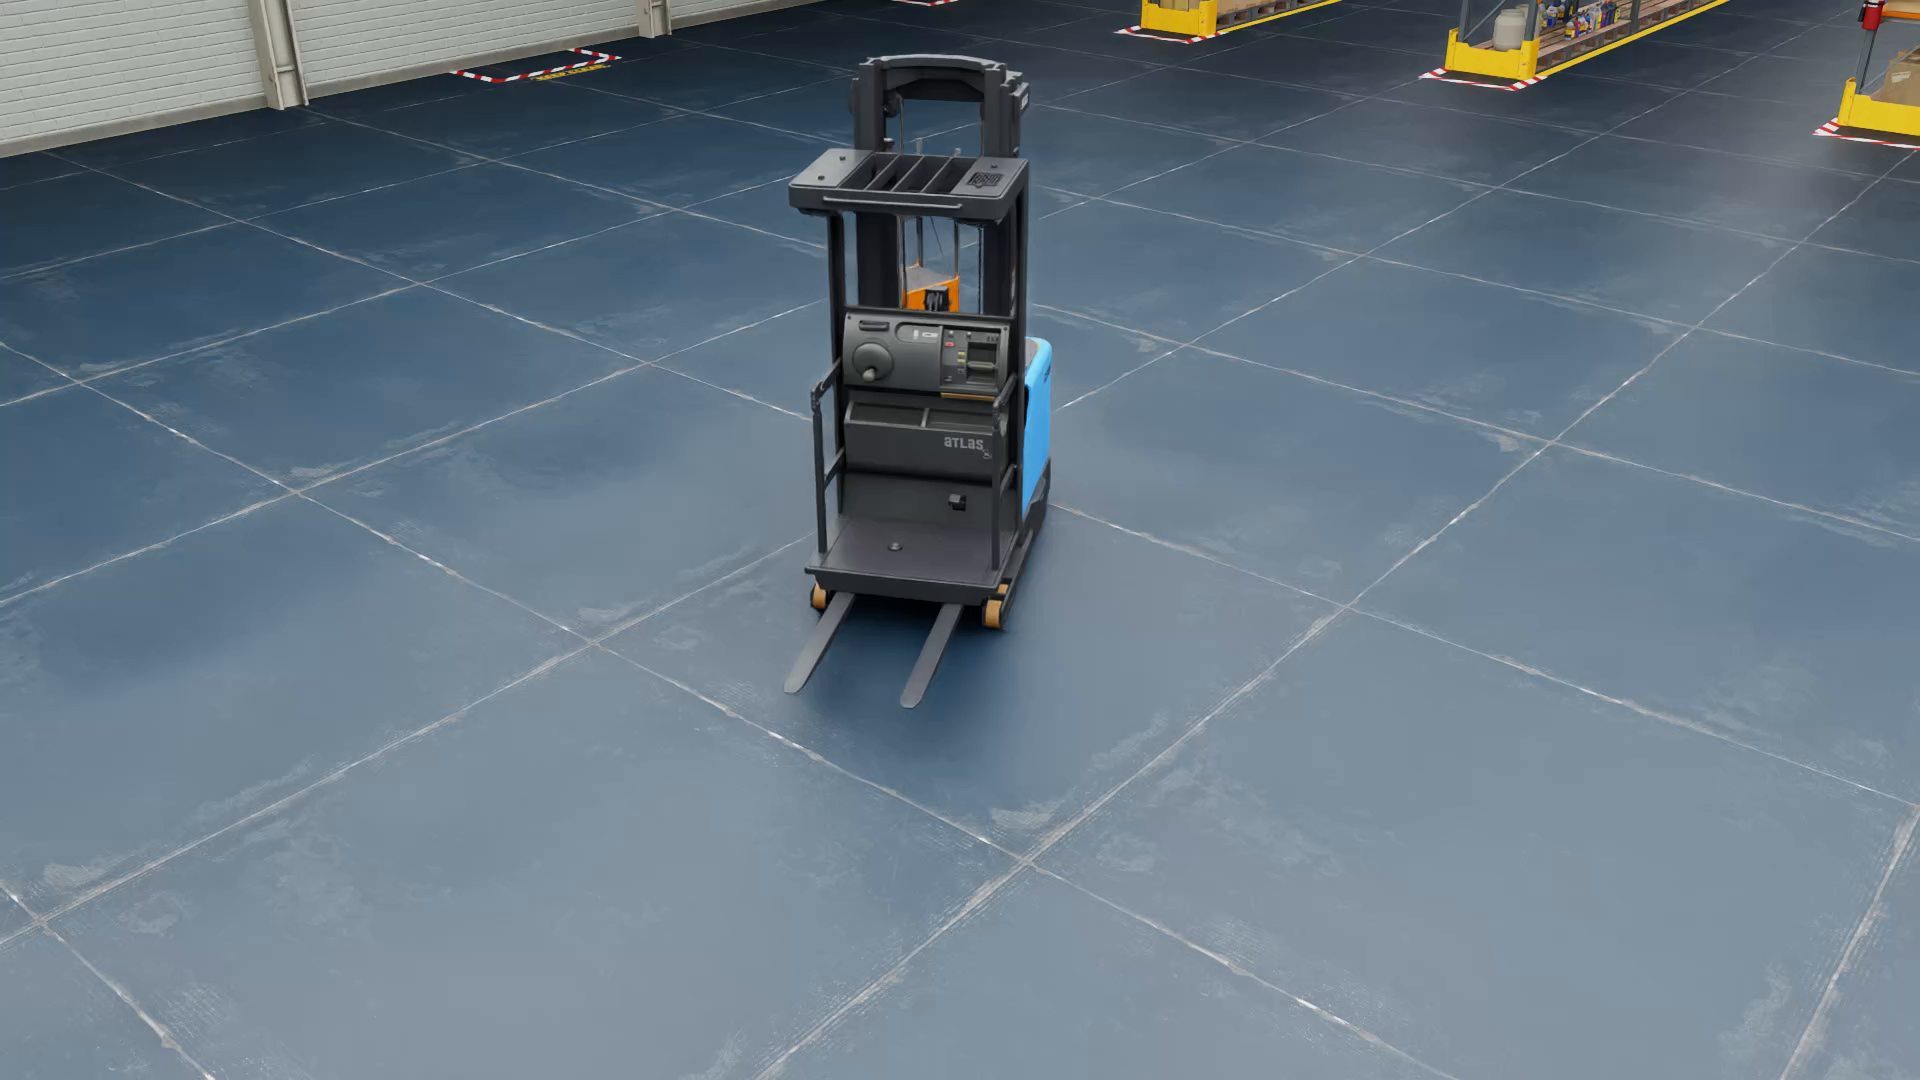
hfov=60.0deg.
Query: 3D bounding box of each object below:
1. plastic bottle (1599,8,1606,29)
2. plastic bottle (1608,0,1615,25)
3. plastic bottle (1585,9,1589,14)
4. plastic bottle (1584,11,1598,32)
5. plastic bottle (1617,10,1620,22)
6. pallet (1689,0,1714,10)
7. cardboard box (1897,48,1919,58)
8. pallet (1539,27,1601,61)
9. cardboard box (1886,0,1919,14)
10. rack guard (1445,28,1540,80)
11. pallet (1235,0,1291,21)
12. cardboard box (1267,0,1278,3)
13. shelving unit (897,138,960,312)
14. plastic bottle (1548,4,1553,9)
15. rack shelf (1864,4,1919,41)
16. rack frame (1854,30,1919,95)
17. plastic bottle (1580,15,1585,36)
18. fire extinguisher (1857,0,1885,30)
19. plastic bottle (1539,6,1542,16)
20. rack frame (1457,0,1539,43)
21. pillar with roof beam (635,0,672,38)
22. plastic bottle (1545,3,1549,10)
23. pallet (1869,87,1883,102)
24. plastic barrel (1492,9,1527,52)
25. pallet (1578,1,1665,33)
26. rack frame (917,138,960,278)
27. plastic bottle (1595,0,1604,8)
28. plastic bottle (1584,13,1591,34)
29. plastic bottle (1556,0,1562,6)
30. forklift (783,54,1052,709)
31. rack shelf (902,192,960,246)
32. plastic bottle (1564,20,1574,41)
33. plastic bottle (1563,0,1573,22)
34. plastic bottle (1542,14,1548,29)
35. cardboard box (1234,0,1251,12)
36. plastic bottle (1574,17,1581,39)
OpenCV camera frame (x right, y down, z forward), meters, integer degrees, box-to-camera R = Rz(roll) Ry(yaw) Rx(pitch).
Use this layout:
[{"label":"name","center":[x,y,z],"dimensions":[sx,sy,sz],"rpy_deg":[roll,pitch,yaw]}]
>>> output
[{"label":"plastic bottle","center":[9.294,-7.560,24.076],"dimensions":[0.061,0.283,0.133],"rpy_deg":[23,35,38]},{"label":"plastic bottle","center":[9.487,-7.728,24.327],"dimensions":[0.144,0.351,0.185],"rpy_deg":[20,33,33]},{"label":"plastic bottle","center":[9.064,-7.536,24.030],"dimensions":[0.061,0.283,0.133],"rpy_deg":[21,34,34]},{"label":"plastic bottle","center":[9.053,-7.455,23.882],"dimensions":[0.152,0.276,0.135],"rpy_deg":[21,34,35]},{"label":"plastic bottle","center":[9.684,-7.754,24.541],"dimensions":[0.097,0.201,0.097],"rpy_deg":[0,27,0]},{"label":"pallet","center":[11.696,-8.938,27.297],"dimensions":[1.003,0.211,1.213],"rpy_deg":[21,34,34]},{"label":"cardboard box","center":[11.716,-5.670,20.210],"dimensions":[0.500,0.500,0.500],"rpy_deg":[-18,32,-31]},{"label":"pallet","center":[8.439,-7.122,23.788],"dimensions":[1.003,0.211,1.213],"rpy_deg":[21,34,34]},{"label":"cardboard box","center":[10.974,-6.205,19.254],"dimensions":[0.380,0.149,0.250],"rpy_deg":[21,34,34]},{"label":"rack guard","center":[7.142,-6.534,22.335],"dimensions":[1.175,0.500,0.348],"rpy_deg":[21,34,34]},{"label":"pallet","center":[4.541,-8.528,26.504],"dimensions":[1.003,0.211,1.213],"rpy_deg":[21,34,34]},{"label":"cardboard box","center":[4.778,-8.674,26.288],"dimensions":[0.500,0.250,0.500],"rpy_deg":[21,34,34]},{"label":"shelving unit","center":[-0.317,-1.505,10.874],"dimensions":[0.503,2.100,0.431],"rpy_deg":[-23,35,-37]},{"label":"plastic bottle","center":[8.656,-7.710,24.380],"dimensions":[0.097,0.271,0.097],"rpy_deg":[0,27,0]},{"label":"rack shelf","center":[12.224,-6.545,20.420],"dimensions":[1.077,0.370,4.000],"rpy_deg":[21,34,34]},{"label":"rack frame","center":[10.952,-6.156,18.884],"dimensions":[1.000,3.000,0.127],"rpy_deg":[21,34,34]},{"label":"plastic bottle","center":[8.806,-7.295,23.578],"dimensions":[0.097,0.271,0.097],"rpy_deg":[0,27,0]},{"label":"fire extinguisher","center":[10.524,-6.215,19.084],"dimensions":[0.296,0.674,0.183],"rpy_deg":[21,34,34]},{"label":"plastic bottle","center":[8.332,-7.592,24.064],"dimensions":[0.144,0.351,0.185],"rpy_deg":[22,35,36]},{"label":"rack frame","center":[7.130,-7.603,21.682],"dimensions":[1.000,3.000,0.127],"rpy_deg":[21,34,34]},{"label":"pillar with roof beam","center":[-1.231,-10.279,20.325],"dimensions":[9.100,9.000,0.400],"rpy_deg":[21,34,34]},{"label":"plastic bottle","center":[8.584,-7.732,24.409],"dimensions":[0.061,0.283,0.133],"rpy_deg":[23,35,37]},{"label":"pallet","center":[11.544,-5.222,20.114],"dimensions":[1.003,0.211,1.213],"rpy_deg":[21,34,34]},{"label":"plastic barrel","center":[7.490,-6.940,22.652],"dimensions":[0.421,0.512,0.421],"rpy_deg":[0,27,0]},{"label":"pallet","center":[10.144,-8.073,25.625],"dimensions":[1.003,0.211,1.213],"rpy_deg":[21,34,34]},{"label":"rack frame","center":[-0.138,-1.581,11.021],"dimensions":[0.015,2.100,0.400],"rpy_deg":[-23,35,-37]},{"label":"plastic bottle","center":[9.376,-7.770,24.409],"dimensions":[0.144,0.351,0.185],"rpy_deg":[21,34,34]},{"label":"plastic bottle","center":[8.934,-7.367,23.717],"dimensions":[0.097,0.271,0.097],"rpy_deg":[0,27,0]},{"label":"plastic bottle","center":[8.841,-7.875,24.613],"dimensions":[0.144,0.351,0.185],"rpy_deg":[22,34,36]},{"label":"forklift","center":[-0.232,-0.991,8.976],"dimensions":[1.130,2.935,3.031],"rpy_deg":[6,28,11]},{"label":"rack shelf","center":[-0.317,-2.115,10.559],"dimensions":[0.480,0.518,0.431],"rpy_deg":[-23,35,-37]},{"label":"plastic bottle","center":[8.524,-7.138,23.275],"dimensions":[0.097,0.271,0.097],"rpy_deg":[0,27,0]},{"label":"plastic bottle","center":[8.952,-7.833,24.531],"dimensions":[0.144,0.351,0.185],"rpy_deg":[21,34,34]},{"label":"plastic bottle","center":[8.453,-7.506,24.061],"dimensions":[0.097,0.201,0.097],"rpy_deg":[0,27,0]},{"label":"cardboard box","center":[4.138,-8.321,25.605],"dimensions":[0.500,0.250,0.500],"rpy_deg":[21,34,34]},{"label":"plastic bottle","center":[8.682,-7.219,23.417],"dimensions":[0.061,0.283,0.133],"rpy_deg":[21,34,35]}]
